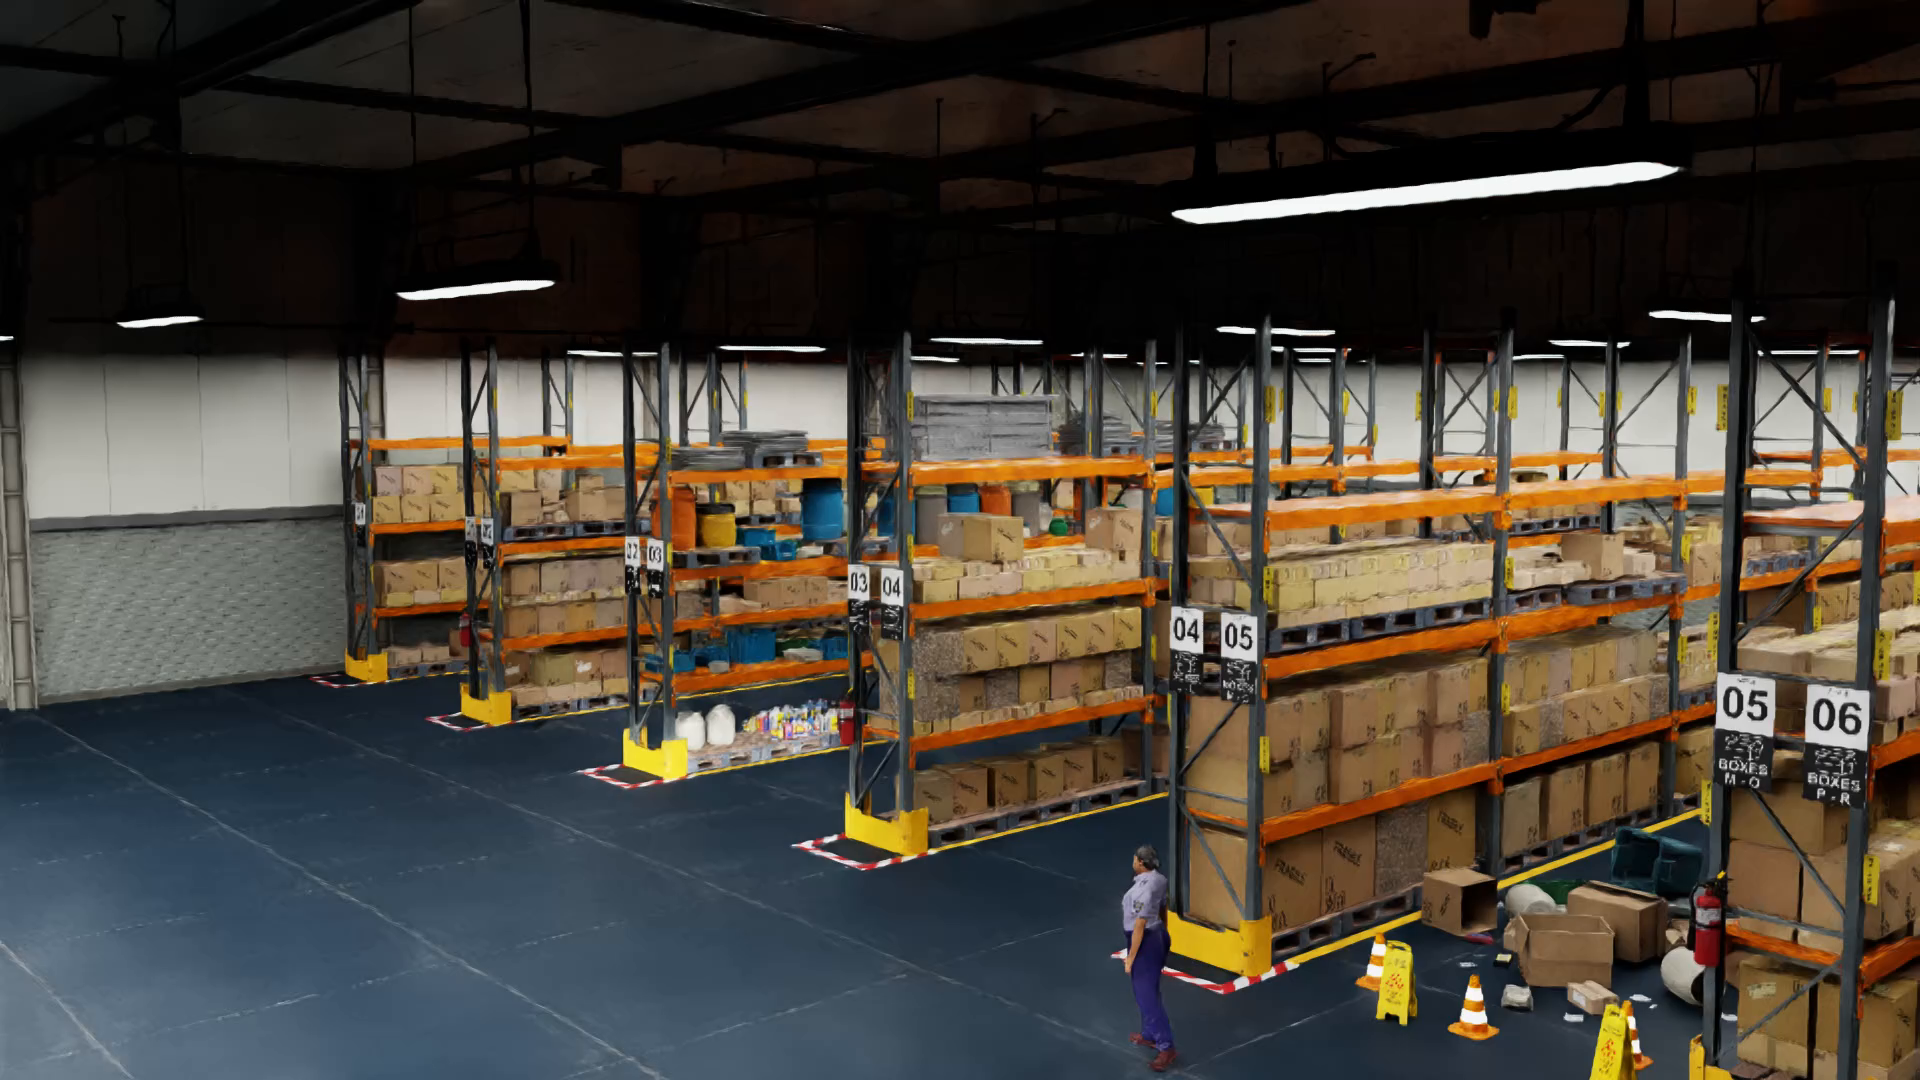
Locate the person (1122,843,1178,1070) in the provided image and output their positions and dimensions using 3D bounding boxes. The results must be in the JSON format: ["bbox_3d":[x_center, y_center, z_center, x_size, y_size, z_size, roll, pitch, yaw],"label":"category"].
[{"bbox_3d":[1.488,3.202,12.939,0.494,1.643,0.696,2,6,23],"label":"person"}]
